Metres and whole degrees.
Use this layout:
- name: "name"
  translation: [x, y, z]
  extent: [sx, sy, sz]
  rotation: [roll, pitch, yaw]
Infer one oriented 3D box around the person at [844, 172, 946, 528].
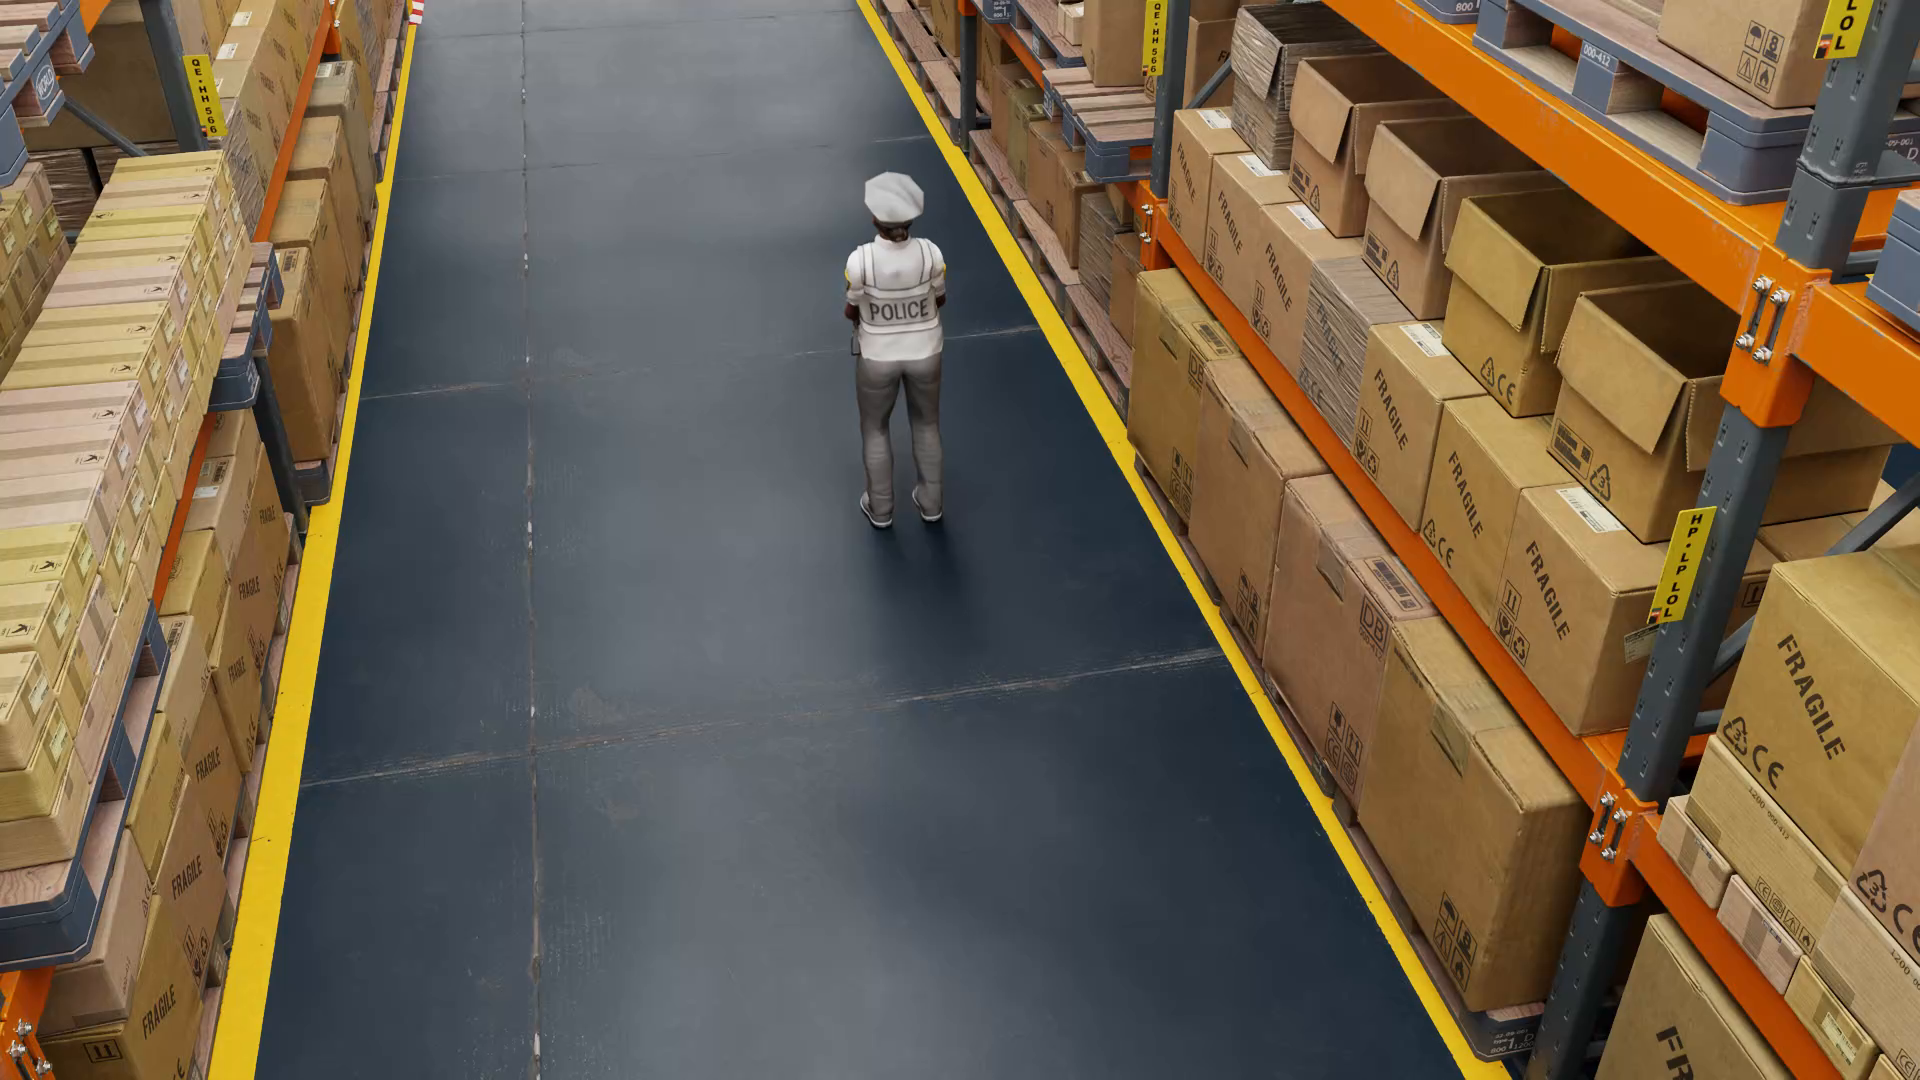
- name: "person"
  translation: [-0.287, -0.856, 7.360]
  extent: [0.449, 1.689, 0.538]
  rotation: [-7, 35, -10]
